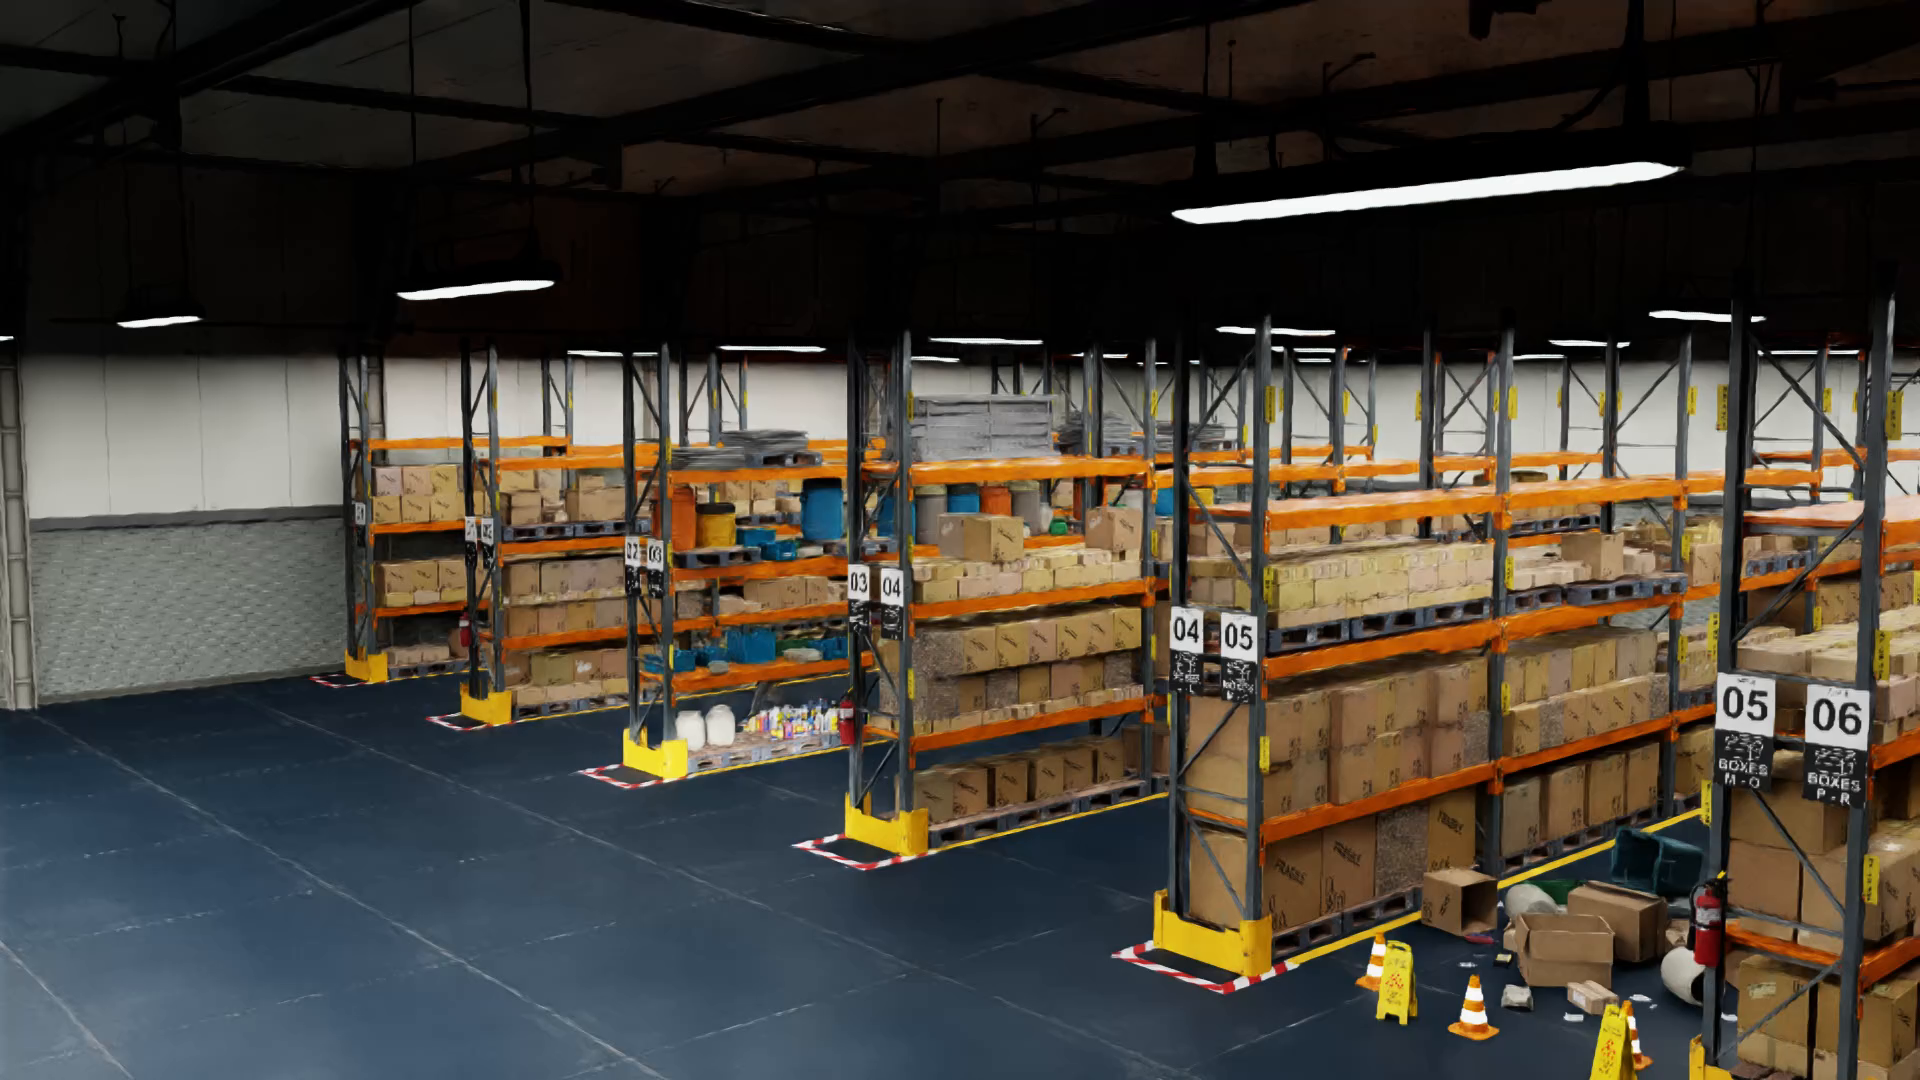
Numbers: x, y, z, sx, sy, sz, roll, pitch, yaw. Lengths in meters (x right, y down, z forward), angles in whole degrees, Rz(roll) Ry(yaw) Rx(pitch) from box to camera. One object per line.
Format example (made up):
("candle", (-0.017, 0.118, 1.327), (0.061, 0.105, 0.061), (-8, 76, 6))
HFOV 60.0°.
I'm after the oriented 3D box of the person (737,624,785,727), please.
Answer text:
("person", (-3.055, 2.067, 25.647), (1.088, 1.574, 0.447), (-4, 7, -39))
